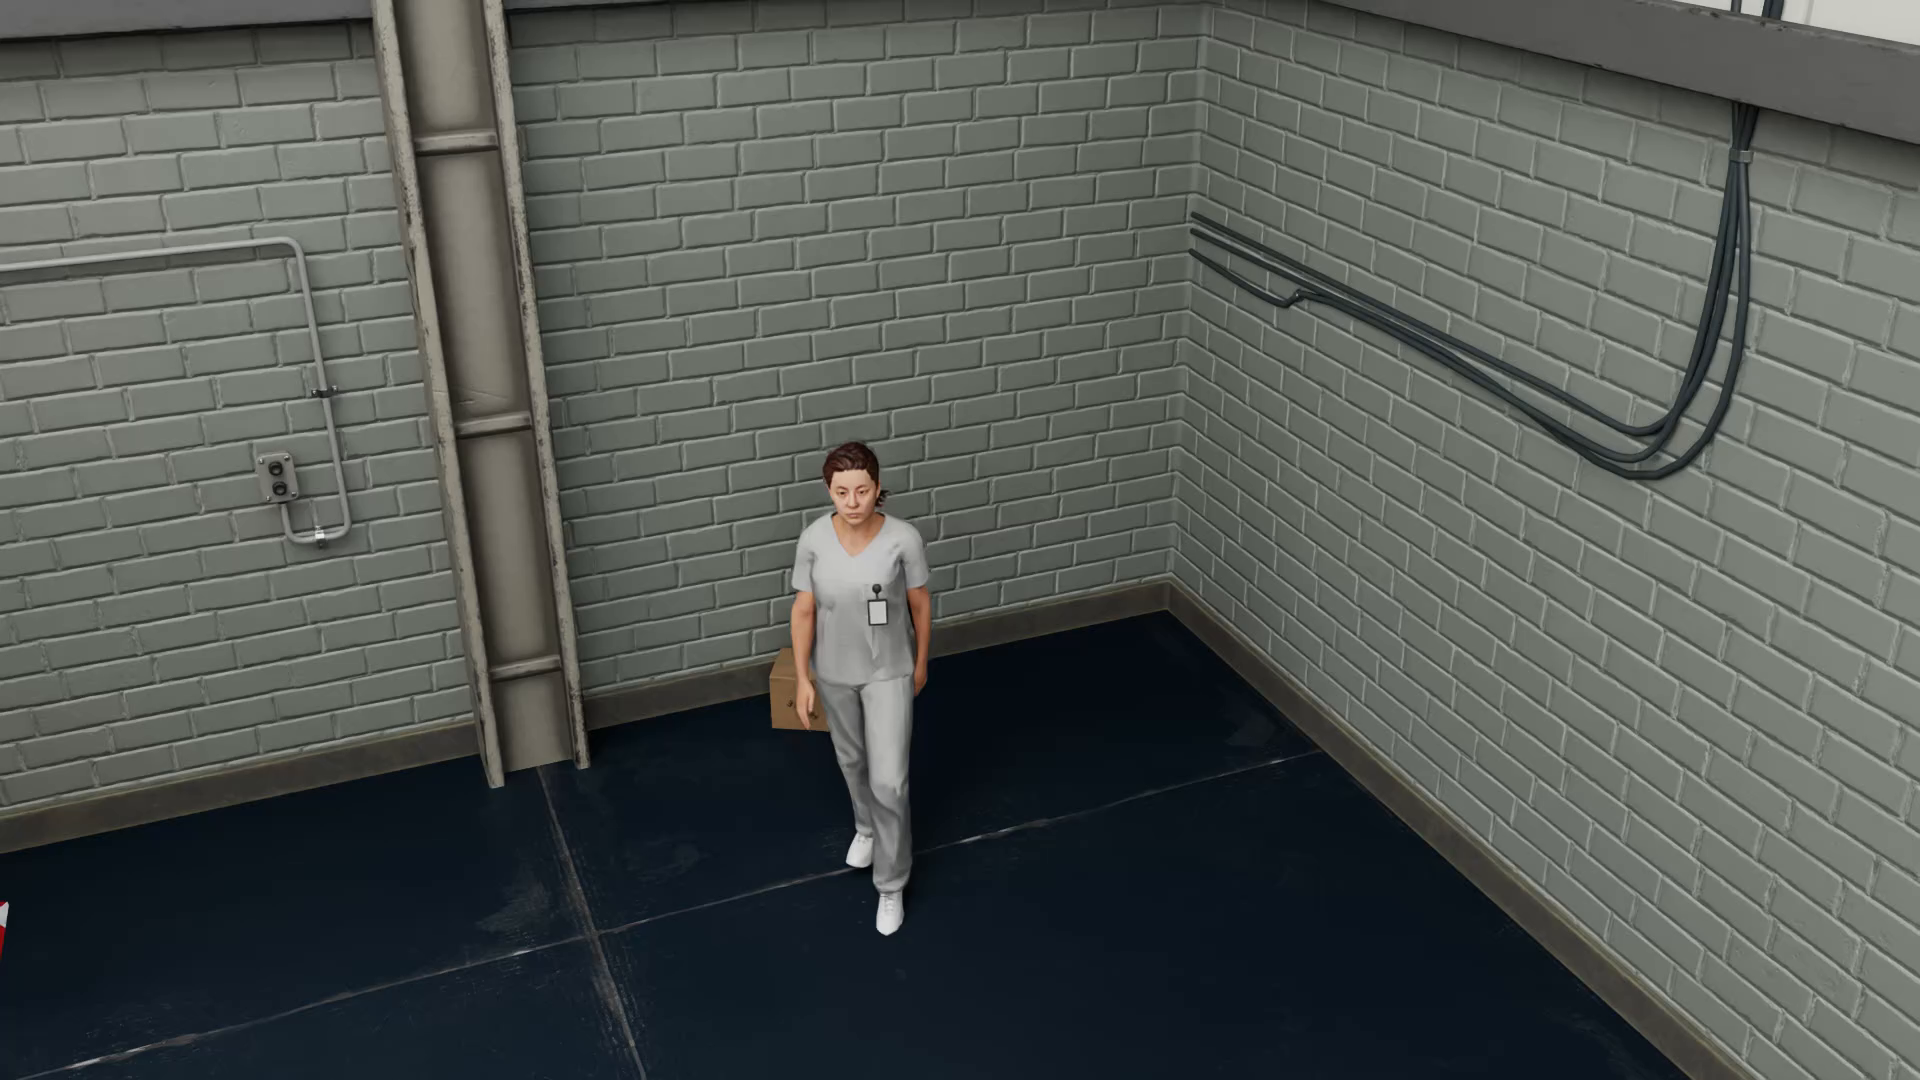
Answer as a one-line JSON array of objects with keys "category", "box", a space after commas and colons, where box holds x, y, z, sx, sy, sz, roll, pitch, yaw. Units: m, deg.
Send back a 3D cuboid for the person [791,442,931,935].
[{"category": "person", "box": [-0.336, 0.486, 5.644, 0.455, 1.721, 0.587, 4, 26, 9]}]
